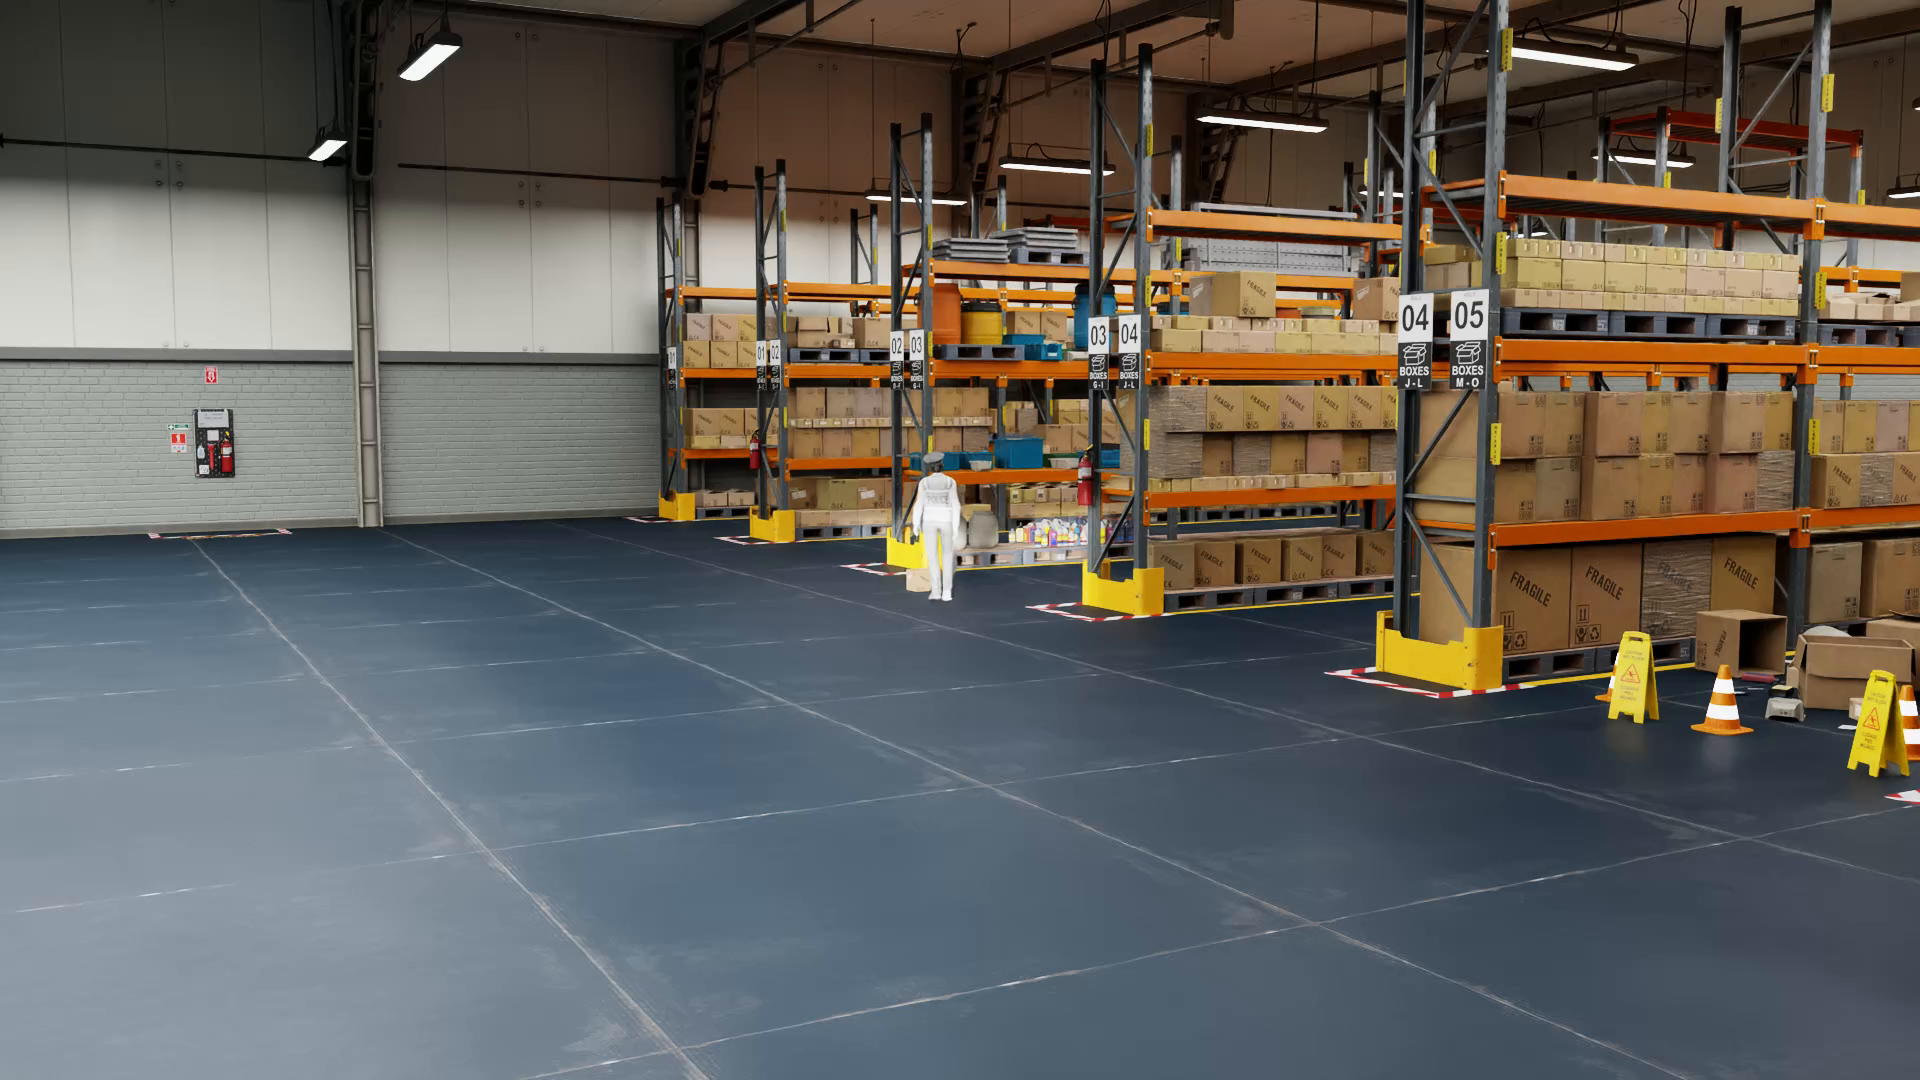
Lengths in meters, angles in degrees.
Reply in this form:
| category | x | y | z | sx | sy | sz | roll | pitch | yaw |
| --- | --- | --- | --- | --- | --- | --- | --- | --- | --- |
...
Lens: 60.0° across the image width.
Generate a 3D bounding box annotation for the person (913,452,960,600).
| category | x | y | z | sx | sy | sz | roll | pitch | yaw |
| --- | --- | --- | --- | --- | --- | --- | --- | --- | --- |
| person | -0.260 | -0.122 | 18.886 | 0.515 | 1.758 | 0.552 | -1 | 5 | -7 |
